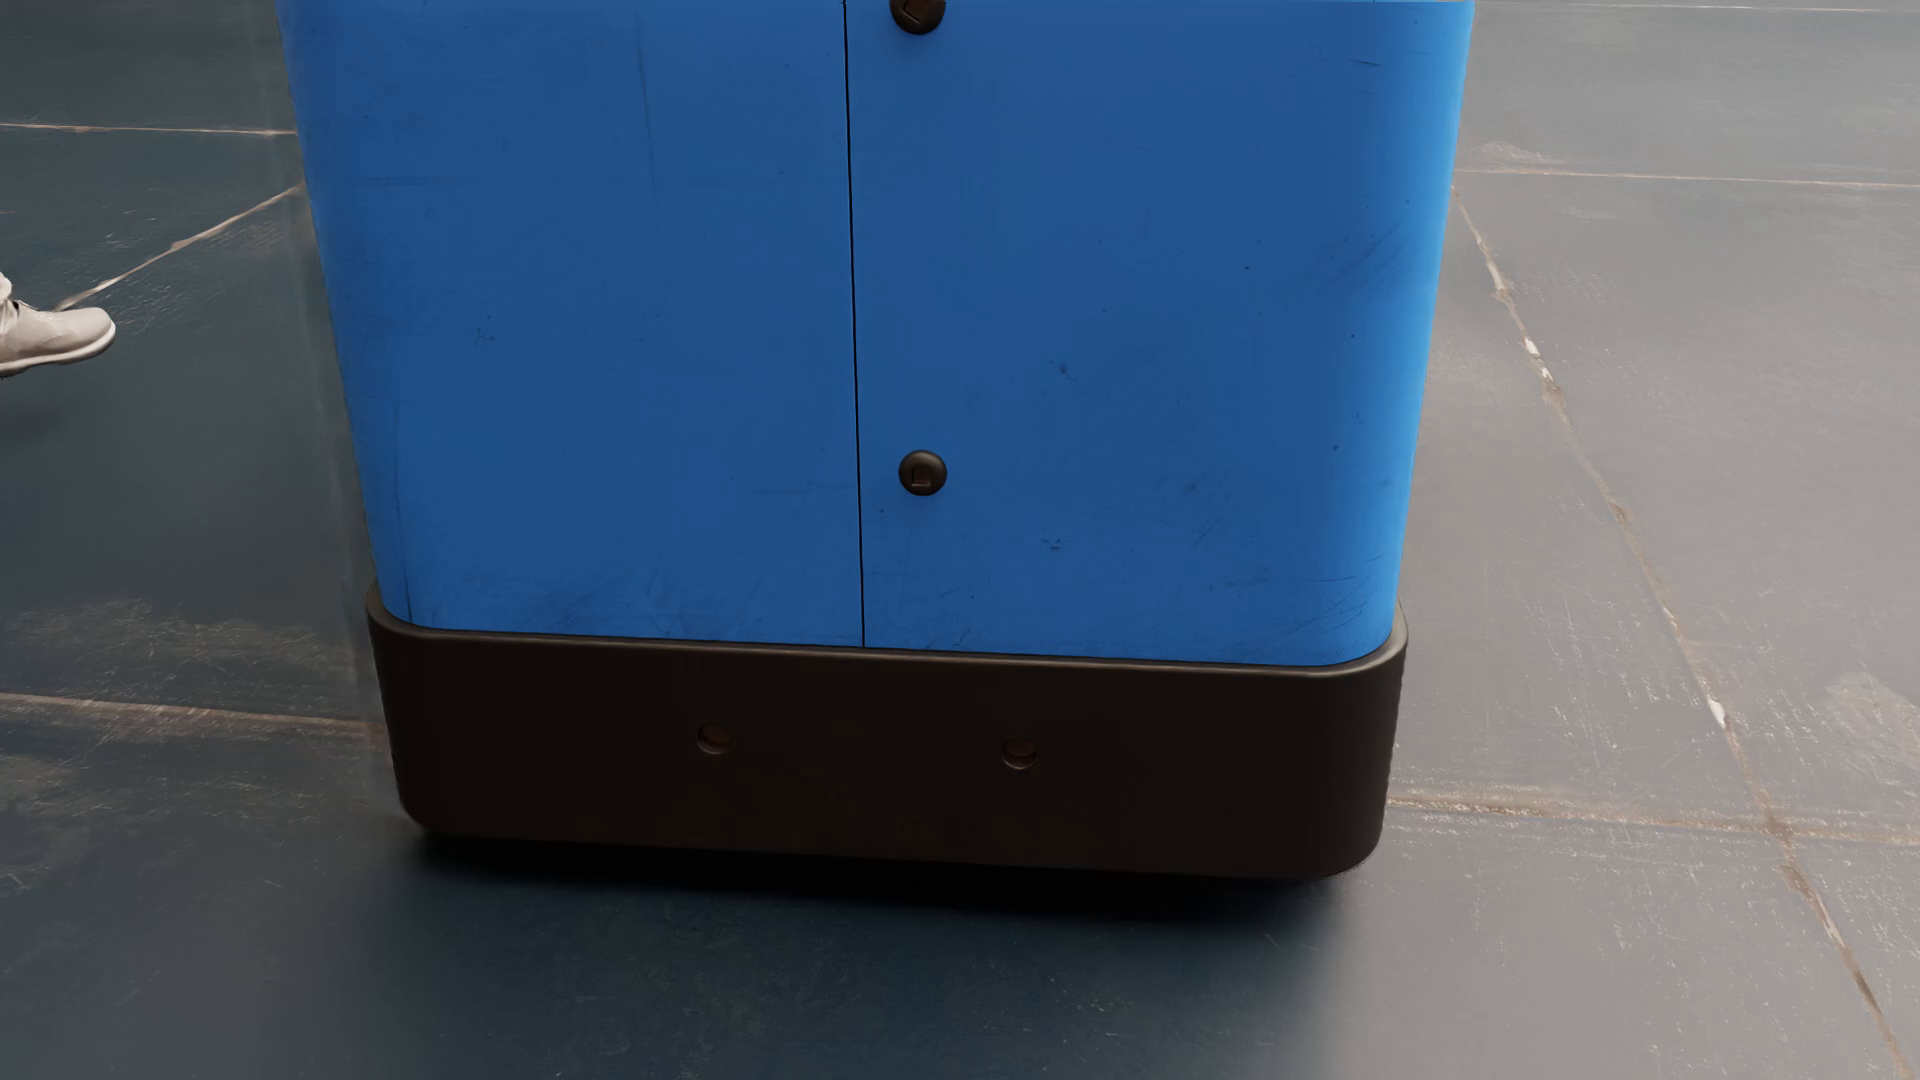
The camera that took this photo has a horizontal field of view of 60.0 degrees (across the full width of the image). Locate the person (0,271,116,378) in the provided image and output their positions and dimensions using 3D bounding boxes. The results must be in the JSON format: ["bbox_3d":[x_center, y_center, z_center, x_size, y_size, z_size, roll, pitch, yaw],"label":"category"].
[{"bbox_3d":[-1.776,-1.061,2.488,0.624,1.712,0.407,7,27,15],"label":"person"}]

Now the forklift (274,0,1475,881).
[{"bbox_3d":[0.036,-1.597,2.417,1.130,2.935,3.031,2,27,4],"label":"forklift"}]
